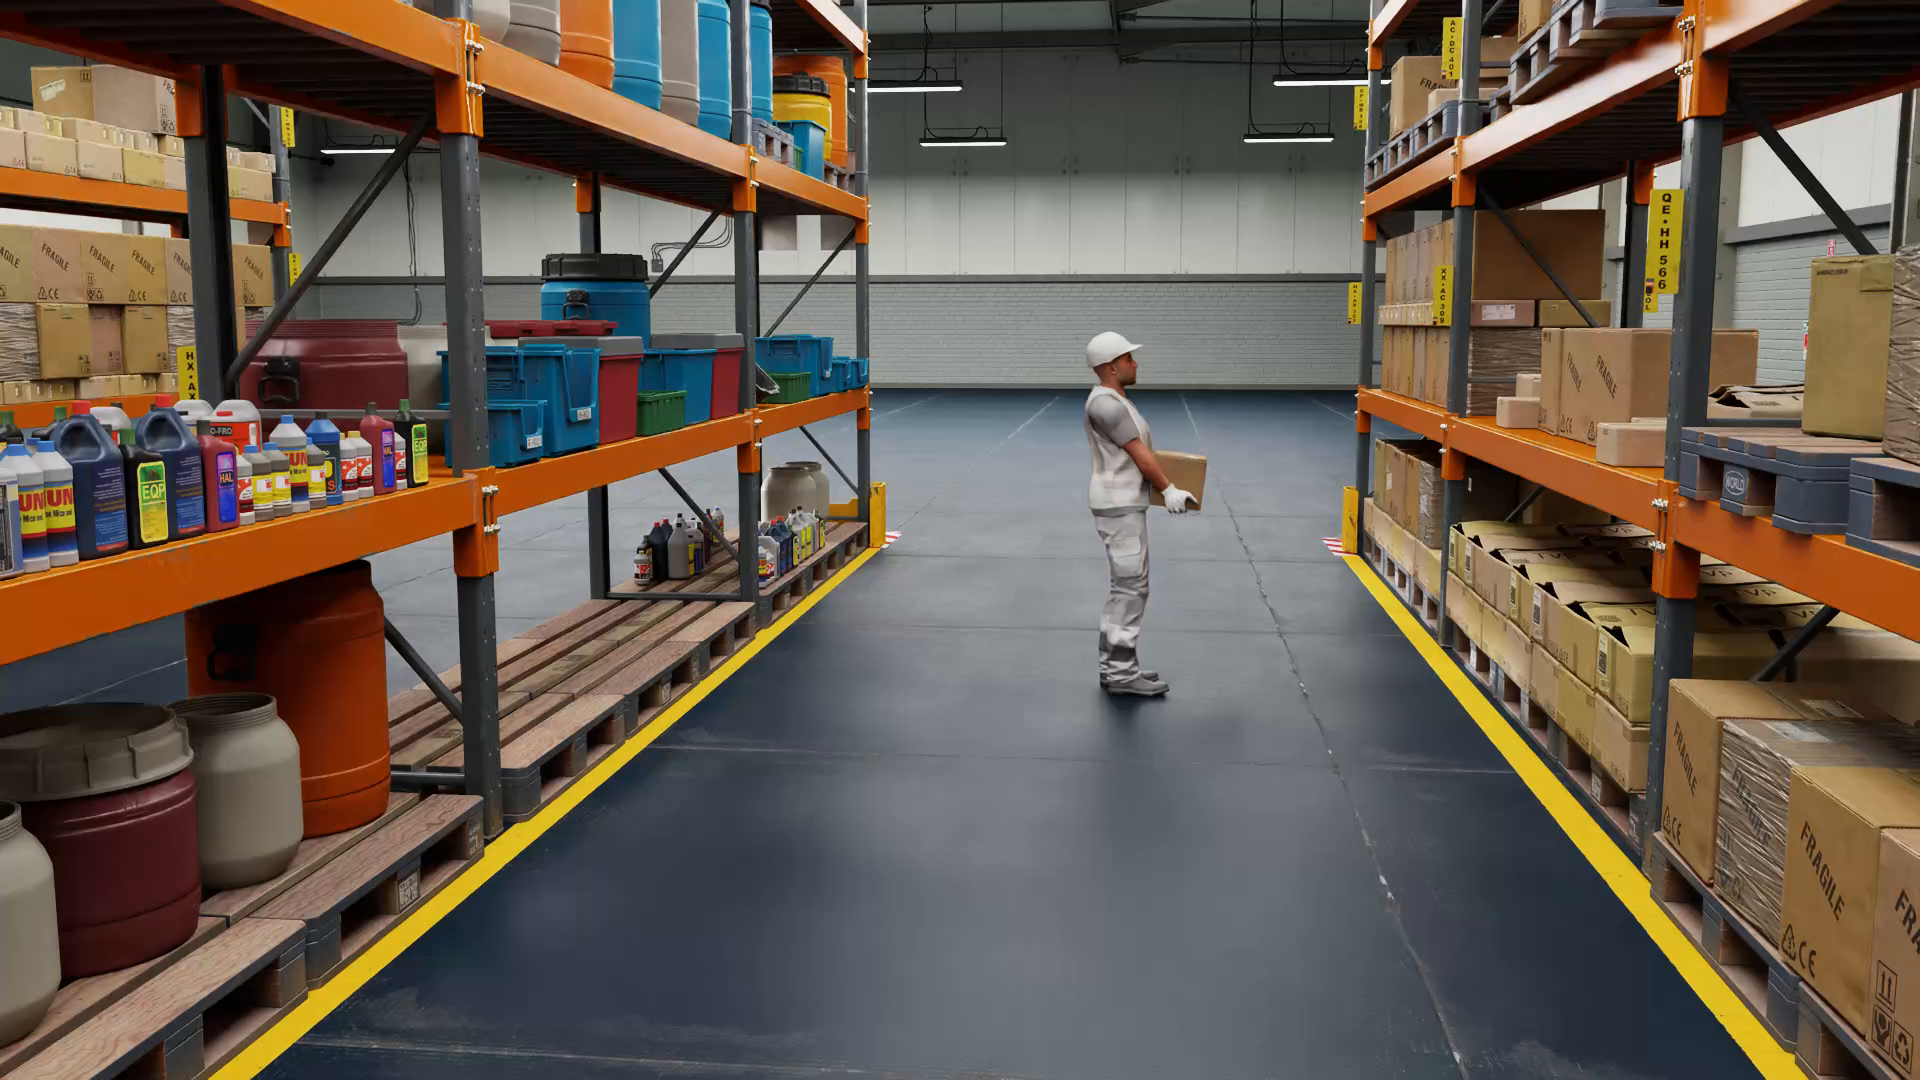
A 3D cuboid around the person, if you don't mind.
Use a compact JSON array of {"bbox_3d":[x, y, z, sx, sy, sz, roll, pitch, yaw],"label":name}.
[{"bbox_3d":[0.896,-0.134,8.242,0.560,1.782,0.493,1,8,7],"label":"person"}]
